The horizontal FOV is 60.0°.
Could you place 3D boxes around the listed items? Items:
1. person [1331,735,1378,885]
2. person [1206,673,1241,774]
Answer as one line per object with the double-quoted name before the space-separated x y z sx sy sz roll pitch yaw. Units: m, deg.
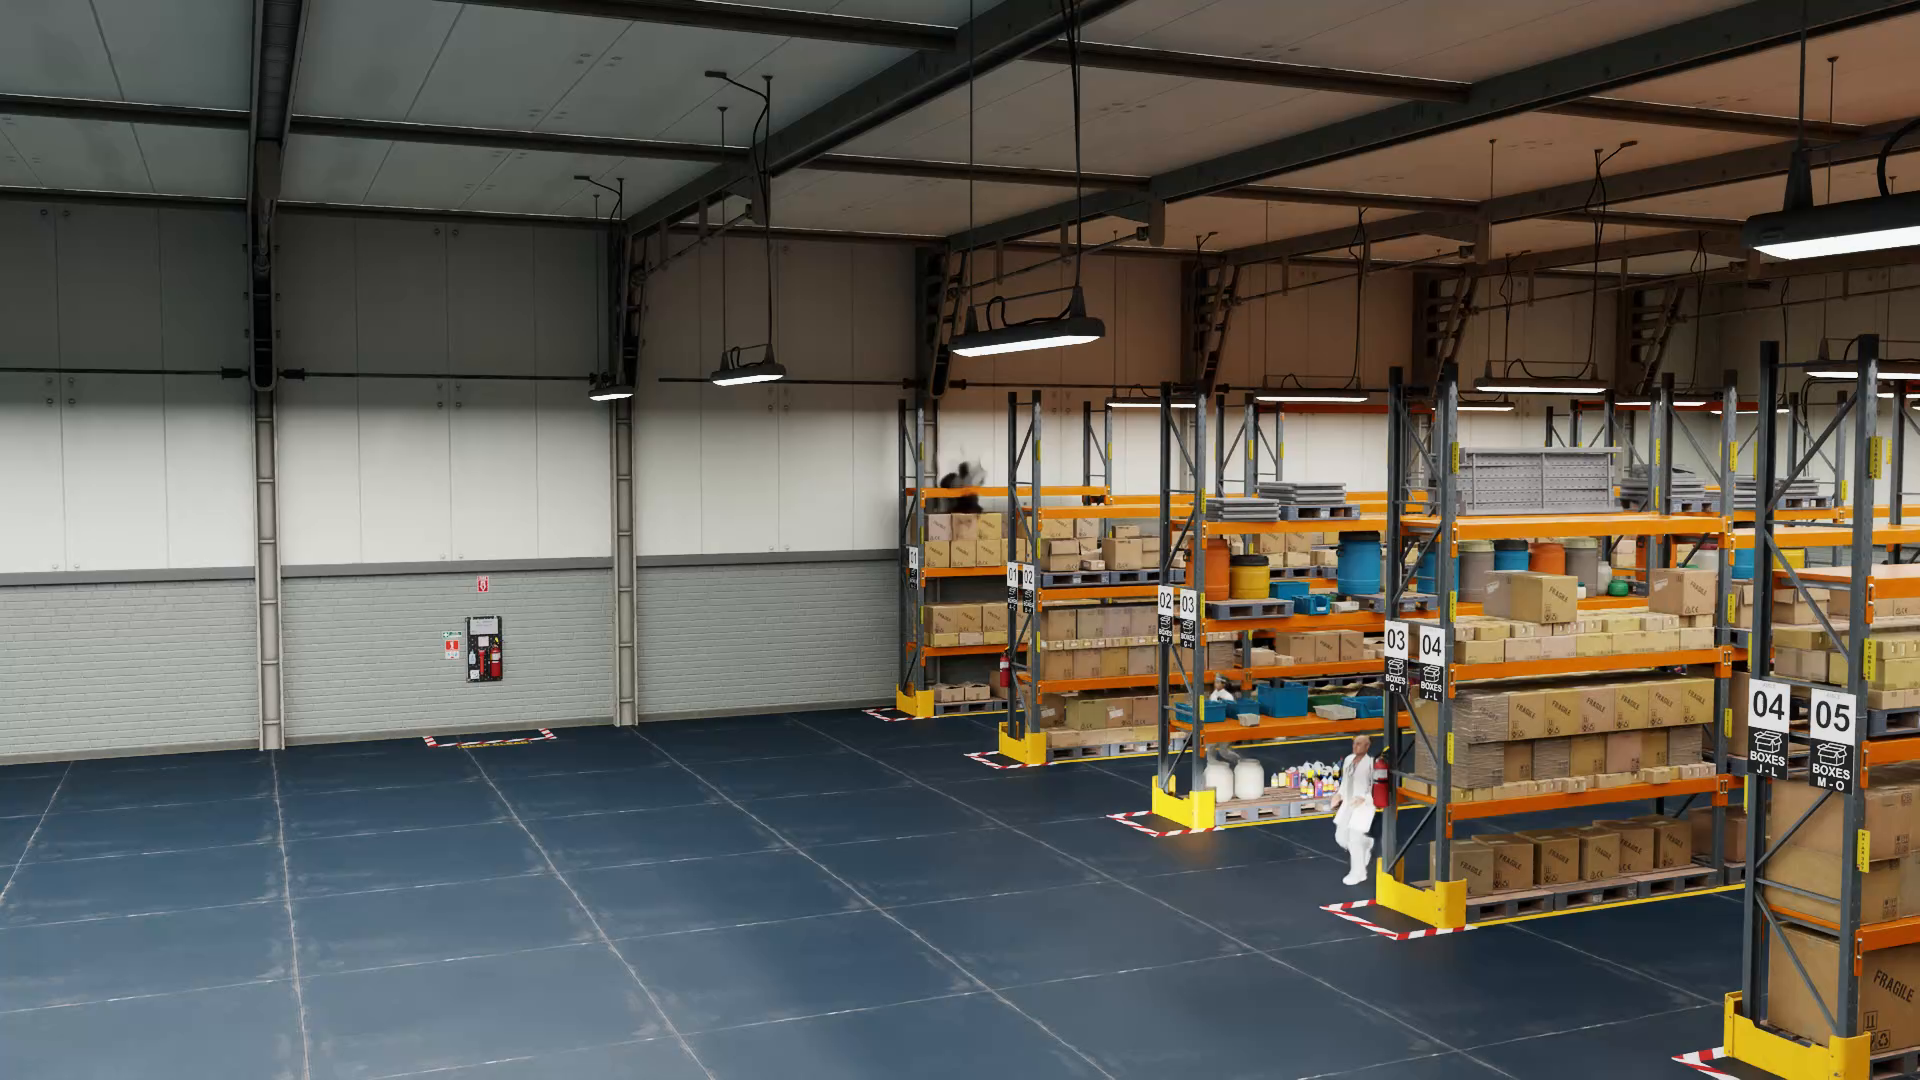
"person" 4.715 3.159 19.575 0.640 1.737 0.709 -2 4 -34
"person" 3.978 2.851 25.238 0.814 1.703 0.625 -2 4 -28
